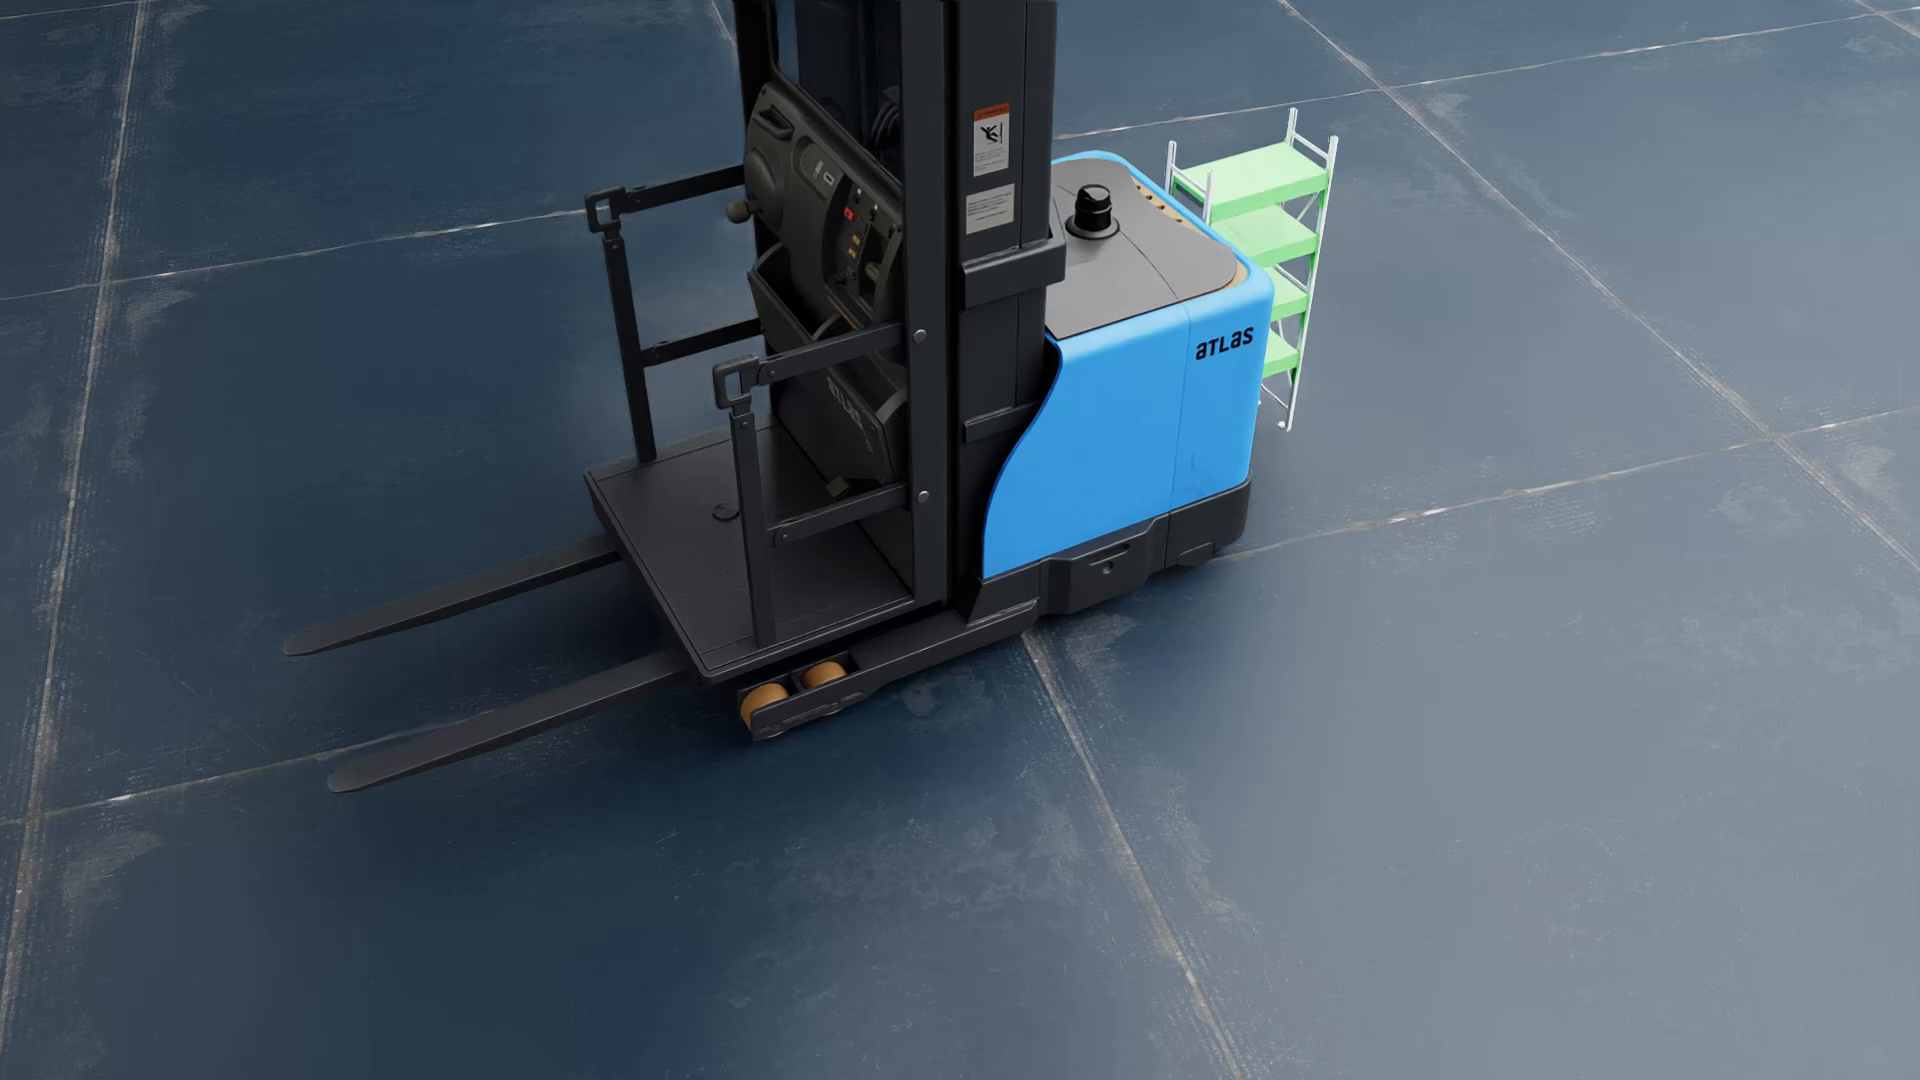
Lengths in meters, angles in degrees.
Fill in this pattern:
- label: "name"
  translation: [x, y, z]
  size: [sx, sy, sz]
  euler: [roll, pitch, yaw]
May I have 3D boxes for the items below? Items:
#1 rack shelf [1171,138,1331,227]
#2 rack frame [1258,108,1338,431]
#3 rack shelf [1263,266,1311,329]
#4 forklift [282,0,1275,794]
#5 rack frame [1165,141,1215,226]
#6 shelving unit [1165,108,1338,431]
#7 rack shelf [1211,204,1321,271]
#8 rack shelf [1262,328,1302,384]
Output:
- label: "rack shelf"
  translation: [0.958, -1.166, 5.540]
  size: [0.480, 0.148, 0.258]
  euler: [-20, 45, -21]
- label: "rack frame"
  translation: [1.173, -0.929, 5.902]
  size: [0.015, 1.200, 0.240]
  euler: [-20, 45, -21]
- label: "rack shelf"
  translation: [0.958, -0.805, 5.856]
  size: [0.480, 0.148, 0.258]
  euler: [-20, 45, -21]
- label: "forklift"
  translation: [-0.569, -0.901, 4.554]
  size: [3.031, 2.935, 1.130]
  euler: [-20, 45, -21]
- label: "rack frame"
  translation: [0.744, -0.776, 5.727]
  size: [0.015, 1.200, 0.240]
  euler: [-20, 45, -21]
- label: "shelving unit"
  translation: [0.958, -0.853, 5.814]
  size: [0.503, 1.200, 0.258]
  euler: [-20, 45, -21]
- label: "rack shelf"
  translation: [0.958, -0.985, 5.698]
  size: [0.480, 0.148, 0.258]
  euler: [-20, 45, -21]
- label: "rack shelf"
  translation: [0.958, -0.624, 6.014]
  size: [0.480, 0.148, 0.258]
  euler: [-20, 45, -21]
